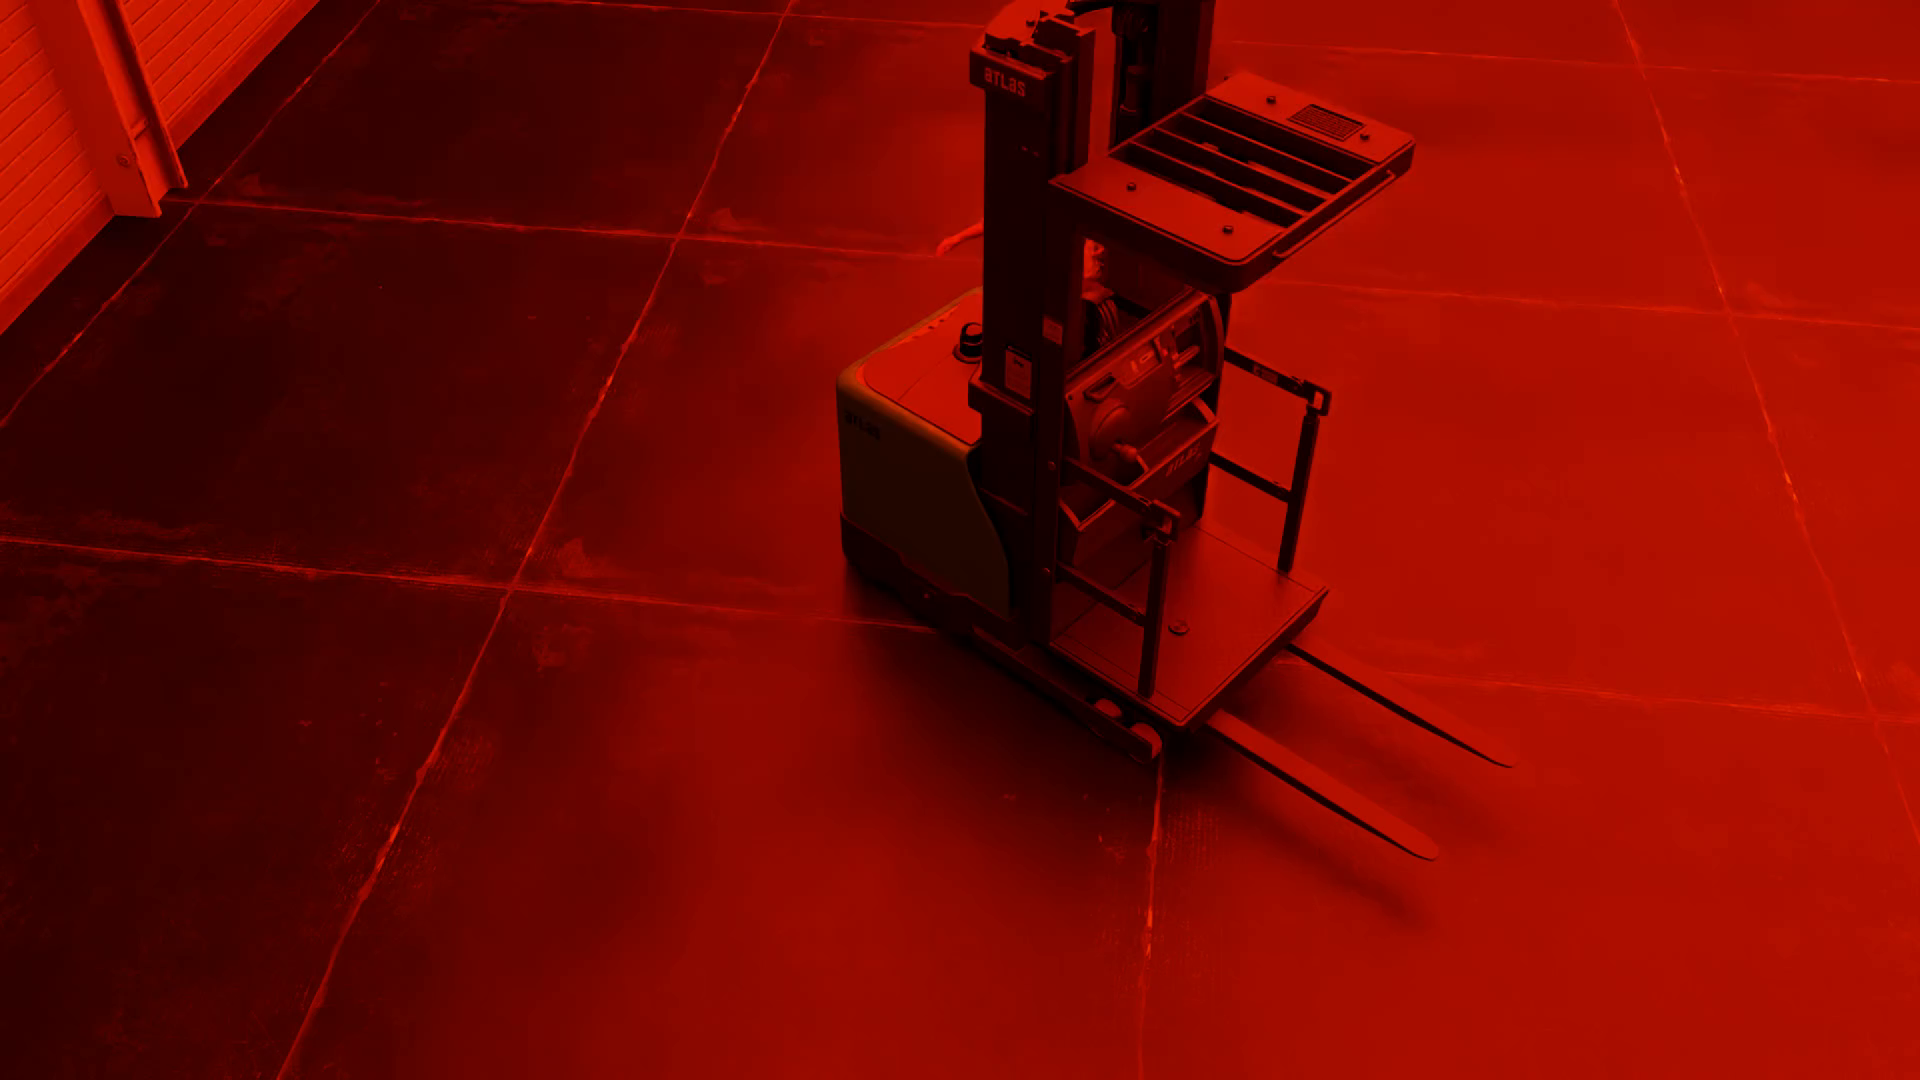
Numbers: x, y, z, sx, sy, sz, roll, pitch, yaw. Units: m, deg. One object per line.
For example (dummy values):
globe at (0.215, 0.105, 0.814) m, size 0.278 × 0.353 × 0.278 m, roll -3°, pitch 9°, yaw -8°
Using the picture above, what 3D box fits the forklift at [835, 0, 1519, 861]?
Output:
forklift at (0.881, -0.564, 6.338) m, size 3.031 × 2.935 × 1.130 m, roll 32°, pitch 51°, yaw 30°

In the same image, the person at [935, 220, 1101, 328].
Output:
person at (0.396, -1.247, 8.259) m, size 1.150 × 1.363 × 0.704 m, roll -15°, pitch 45°, yaw -15°
